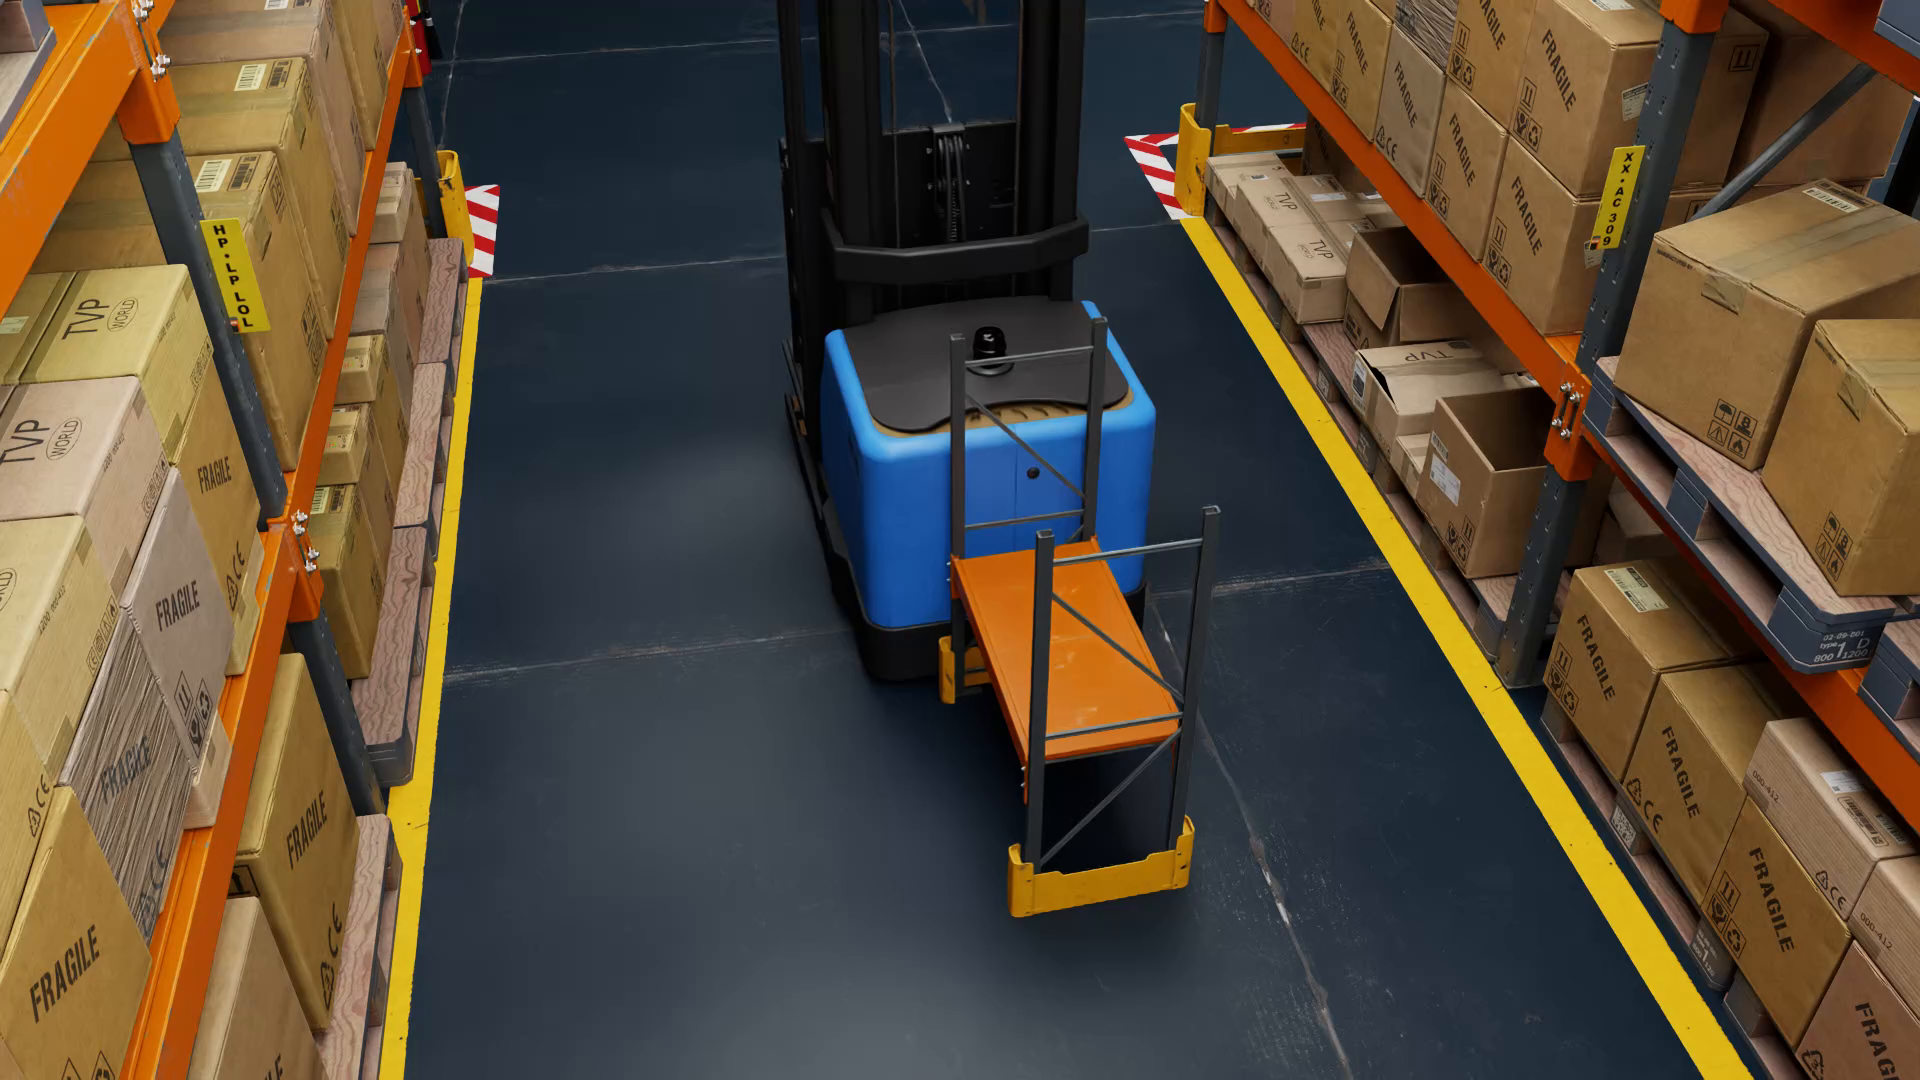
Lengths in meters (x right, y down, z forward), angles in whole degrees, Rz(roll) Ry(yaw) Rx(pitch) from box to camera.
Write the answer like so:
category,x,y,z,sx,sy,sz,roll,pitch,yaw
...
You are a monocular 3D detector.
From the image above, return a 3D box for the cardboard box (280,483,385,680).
category,x,y,z,sx,sy,sz,roll,pitch,yaw
cardboard box,-2.439,0.168,5.783,0.700,0.500,0.500,-6,38,-7

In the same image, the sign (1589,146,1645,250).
category,x,y,z,sx,sy,sz,roll,pitch,yaw
sign,1.935,-1.004,4.892,0.100,0.325,0.005,-6,38,-8

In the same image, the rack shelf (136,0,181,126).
category,x,y,z,sx,sy,sz,roll,pitch,yaw
rack shelf,-2.760,-2.299,5.405,1.077,0.370,4.000,-6,38,-8

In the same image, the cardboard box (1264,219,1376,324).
category,x,y,z,sx,sy,sz,roll,pitch,yaw
cardboard box,1.757,-1.266,7.817,0.500,0.250,0.500,-6,38,-8

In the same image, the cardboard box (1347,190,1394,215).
category,x,y,z,sx,sy,sz,roll,pitch,yaw
cardboard box,2.086,-1.640,8.367,0.380,0.166,0.250,-6,38,-8

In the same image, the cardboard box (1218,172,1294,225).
category,x,y,z,sx,sy,sz,roll,pitch,yaw
cardboard box,1.545,-1.755,8.515,0.380,0.166,0.250,-6,38,-8

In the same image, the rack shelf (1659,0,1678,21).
category,x,y,z,sx,sy,sz,roll,pitch,yaw
rack shelf,2.117,-2.834,6.094,1.077,0.370,4.000,-6,38,-8

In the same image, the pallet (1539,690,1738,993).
category,x,y,z,sx,sy,sz,roll,pitch,yaw
pallet,2.647,0.863,5.467,1.003,0.211,1.213,-6,38,-8

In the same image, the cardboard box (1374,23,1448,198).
category,x,y,z,sx,sy,sz,roll,pitch,yaw
cardboard box,1.943,-1.660,6.361,0.500,0.500,0.500,-5,38,-7

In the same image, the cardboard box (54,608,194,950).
category,x,y,z,sx,sy,sz,roll,pitch,yaw
cardboard box,-1.901,0.508,3.311,0.500,0.500,0.500,-6,38,-8

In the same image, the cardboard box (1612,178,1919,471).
category,x,y,z,sx,sy,sz,roll,pitch,yaw
cardboard box,2.330,-0.620,4.680,0.700,0.500,0.500,-19,42,-23

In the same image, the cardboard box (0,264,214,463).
category,x,y,z,sx,sy,sz,roll,pitch,yaw
cardboard box,-2.075,-0.397,3.864,0.500,0.250,0.500,-5,38,-7

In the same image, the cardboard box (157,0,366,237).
category,x,y,z,sx,sy,sz,roll,pitch,yaw
cardboard box,-2.748,-1.518,6.014,0.980,0.700,0.700,-8,39,-10

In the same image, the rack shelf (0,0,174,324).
category,x,y,z,sx,sy,sz,roll,pitch,yaw
rack shelf,-2.058,0.117,2.295,1.077,0.370,4.000,-6,38,-8

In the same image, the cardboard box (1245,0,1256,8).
category,x,y,z,sx,sy,sz,roll,pitch,yaw
cardboard box,1.584,-2.884,7.936,0.500,0.500,0.500,-5,38,-7

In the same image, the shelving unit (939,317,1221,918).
category,x,y,z,sx,sy,sz,roll,pitch,yaw
shelving unit,0.328,0.234,5.226,0.587,1.500,1.083,-8,39,-10

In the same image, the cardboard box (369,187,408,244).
category,x,y,z,sx,sy,sz,roll,pitch,yaw
cardboard box,-2.642,-1.417,7.295,0.380,0.149,0.250,-5,38,-7

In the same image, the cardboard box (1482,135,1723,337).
category,x,y,z,sx,sy,sz,roll,pitch,yaw
cardboard box,2.127,-1.039,5.561,0.500,0.500,0.500,-6,38,-7

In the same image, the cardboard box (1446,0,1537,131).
category,x,y,z,sx,sy,sz,roll,pitch,yaw
cardboard box,2.031,-1.746,5.656,0.500,0.500,0.500,-7,38,-9

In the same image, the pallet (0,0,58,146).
category,x,y,z,sx,sy,sz,roll,pitch,yaw
pallet,-2.200,-0.751,2.982,0.805,0.209,1.217,-8,39,-10

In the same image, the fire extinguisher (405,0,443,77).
category,x,y,z,sx,sy,sz,roll,pitch,yaw
fire extinguisher,-2.682,-2.569,7.979,0.296,0.674,0.183,-6,38,-8

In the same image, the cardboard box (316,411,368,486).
category,x,y,z,sx,sy,sz,roll,pitch,yaw
cardboard box,-2.319,-0.314,5.876,0.380,0.149,0.250,-5,38,-6

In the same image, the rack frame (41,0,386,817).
category,x,y,z,sx,sy,sz,roll,pitch,yaw
rack frame,-2.409,-0.190,4.550,1.000,3.000,0.127,-6,38,-8

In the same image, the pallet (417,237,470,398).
category,x,y,z,sx,sy,sz,roll,pitch,yaw
pallet,-2.893,-1.030,7.904,1.003,0.211,1.213,-6,38,-8

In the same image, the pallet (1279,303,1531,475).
category,x,y,z,sx,sy,sz,roll,pitch,yaw
pallet,2.131,-0.777,7.579,1.003,0.211,1.213,-6,38,-8

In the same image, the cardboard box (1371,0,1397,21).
category,x,y,z,sx,sy,sz,roll,pitch,yaw
cardboard box,1.856,-2.355,6.440,0.500,0.500,0.500,-7,38,-8

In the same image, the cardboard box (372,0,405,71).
category,x,y,z,sx,sy,sz,roll,pitch,yaw
cardboard box,-3.011,-2.418,7.172,0.980,0.700,0.700,-5,38,-6

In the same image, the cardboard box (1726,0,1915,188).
category,x,y,z,sx,sy,sz,roll,pitch,yaw
cardboard box,2.662,-1.474,5.306,0.500,0.500,0.500,-5,38,-7

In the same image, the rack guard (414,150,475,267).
category,x,y,z,sx,sy,sz,roll,pitch,yaw
rack guard,-3.114,-1.634,8.445,1.175,0.500,0.348,-6,38,-8

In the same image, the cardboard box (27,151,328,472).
category,x,y,z,sx,sy,sz,roll,pitch,yaw
cardboard box,-2.488,-0.638,4.882,0.980,0.700,0.700,-6,38,-7

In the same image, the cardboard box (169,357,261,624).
category,x,y,z,sx,sy,sz,roll,pitch,yaw
cardboard box,-2.080,-0.103,4.098,0.500,0.500,0.500,-7,38,-9

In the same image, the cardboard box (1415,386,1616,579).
category,x,y,z,sx,sy,sz,roll,pitch,yaw
cardboard box,2.088,-0.225,6.274,0.500,0.500,0.500,-6,38,-8

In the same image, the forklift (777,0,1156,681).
category,x,y,z,sx,sy,sz,roll,pitch,yaw
forklift,-0.151,-1.558,6.367,1.130,2.935,3.031,-8,39,-10

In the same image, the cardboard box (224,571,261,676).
category,x,y,z,sx,sy,sz,roll,pitch,yaw
cardboard box,-2.003,0.225,4.204,0.380,0.149,0.250,-6,38,-7

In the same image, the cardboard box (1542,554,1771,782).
category,x,y,z,sx,sy,sz,roll,pitch,yaw
cardboard box,2.312,0.407,5.461,0.500,0.500,0.500,-8,39,-10

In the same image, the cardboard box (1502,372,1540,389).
category,x,y,z,sx,sy,sz,roll,pitch,yaw
cardboard box,2.445,-0.578,7.000,0.380,0.166,0.250,-6,38,-8

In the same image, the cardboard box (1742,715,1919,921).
category,x,y,z,sx,sy,sz,roll,pitch,yaw
cardboard box,2.488,0.714,4.453,0.500,0.250,0.500,-6,38,-8

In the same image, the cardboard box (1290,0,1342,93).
category,x,y,z,sx,sy,sz,roll,pitch,yaw
cardboard box,1.765,-2.270,7.145,0.500,0.500,0.500,-6,38,-8

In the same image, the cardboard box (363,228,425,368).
category,x,y,z,sx,sy,sz,roll,pitch,yaw
cardboard box,-2.801,-1.071,7.378,0.700,0.500,0.500,-6,38,-8

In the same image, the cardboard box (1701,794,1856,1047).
category,x,y,z,sx,sy,sz,roll,pitch,yaw
cardboard box,2.497,1.030,4.658,0.500,0.500,0.500,-6,38,-7

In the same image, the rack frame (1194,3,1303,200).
category,x,y,z,sx,sy,sz,roll,pitch,yaw
rack frame,1.766,-3.141,8.348,1.000,3.000,0.127,-6,38,-8

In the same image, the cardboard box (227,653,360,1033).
category,x,y,z,sx,sy,sz,roll,pitch,yaw
cardboard box,-2.167,0.872,4.593,0.750,0.750,0.750,-6,38,-7

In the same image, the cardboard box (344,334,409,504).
category,x,y,z,sx,sy,sz,roll,pitch,yaw
cardboard box,-2.612,-0.446,6.574,0.700,0.500,0.500,-5,38,-7

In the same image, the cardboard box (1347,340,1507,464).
category,x,y,z,sx,sy,sz,roll,pitch,yaw
cardboard box,1.957,-0.604,6.915,0.500,0.311,0.500,-6,38,-8

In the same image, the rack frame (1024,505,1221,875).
category,x,y,z,sx,sy,sz,roll,pitch,yaw
rack frame,0.445,0.544,4.828,0.500,1.500,0.032,-8,39,-10

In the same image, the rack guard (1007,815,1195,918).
category,x,y,z,sx,sy,sz,roll,pitch,yaw
rack guard,0.440,1.025,5.226,0.587,0.250,0.087,-8,39,-10

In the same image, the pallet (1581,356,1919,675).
category,x,y,z,sx,sy,sz,roll,pitch,yaw
pallet,2.500,-0.155,4.661,1.003,0.211,1.213,-6,38,-8

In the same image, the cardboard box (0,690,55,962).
category,x,y,z,sx,sy,sz,roll,pitch,yaw
cardboard box,-1.816,0.529,2.672,0.500,0.250,0.500,-7,38,-9

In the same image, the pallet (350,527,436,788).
category,x,y,z,sx,sy,sz,roll,pitch,yaw
pallet,-2.465,0.443,6.007,1.003,0.211,1.213,-6,38,-8

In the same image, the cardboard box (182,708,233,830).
category,x,y,z,sx,sy,sz,roll,pitch,yaw
cardboard box,-1.898,0.539,3.799,0.380,0.149,0.250,-6,38,-8

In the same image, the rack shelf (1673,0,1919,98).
category,x,y,z,sx,sy,sz,roll,pitch,yaw
rack shelf,2.818,-0.418,2.984,1.077,0.370,4.000,-6,38,-8
